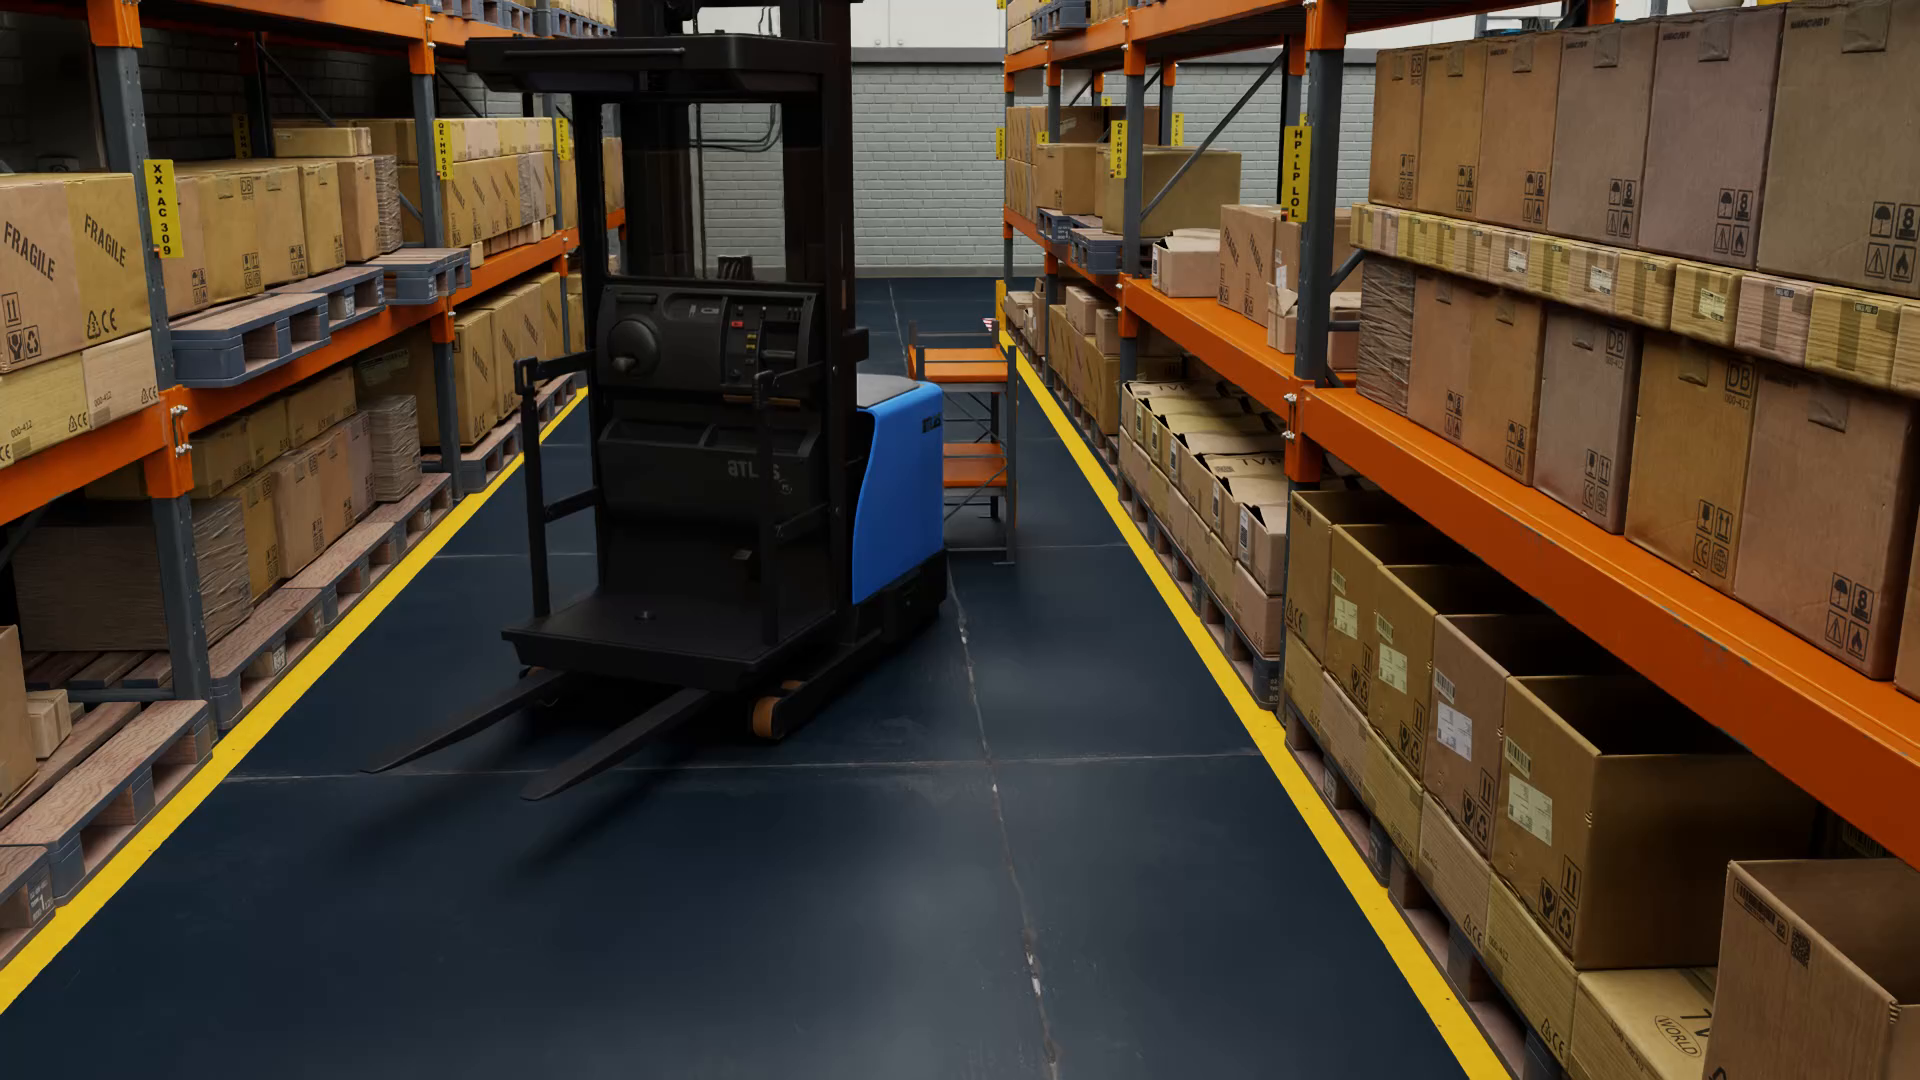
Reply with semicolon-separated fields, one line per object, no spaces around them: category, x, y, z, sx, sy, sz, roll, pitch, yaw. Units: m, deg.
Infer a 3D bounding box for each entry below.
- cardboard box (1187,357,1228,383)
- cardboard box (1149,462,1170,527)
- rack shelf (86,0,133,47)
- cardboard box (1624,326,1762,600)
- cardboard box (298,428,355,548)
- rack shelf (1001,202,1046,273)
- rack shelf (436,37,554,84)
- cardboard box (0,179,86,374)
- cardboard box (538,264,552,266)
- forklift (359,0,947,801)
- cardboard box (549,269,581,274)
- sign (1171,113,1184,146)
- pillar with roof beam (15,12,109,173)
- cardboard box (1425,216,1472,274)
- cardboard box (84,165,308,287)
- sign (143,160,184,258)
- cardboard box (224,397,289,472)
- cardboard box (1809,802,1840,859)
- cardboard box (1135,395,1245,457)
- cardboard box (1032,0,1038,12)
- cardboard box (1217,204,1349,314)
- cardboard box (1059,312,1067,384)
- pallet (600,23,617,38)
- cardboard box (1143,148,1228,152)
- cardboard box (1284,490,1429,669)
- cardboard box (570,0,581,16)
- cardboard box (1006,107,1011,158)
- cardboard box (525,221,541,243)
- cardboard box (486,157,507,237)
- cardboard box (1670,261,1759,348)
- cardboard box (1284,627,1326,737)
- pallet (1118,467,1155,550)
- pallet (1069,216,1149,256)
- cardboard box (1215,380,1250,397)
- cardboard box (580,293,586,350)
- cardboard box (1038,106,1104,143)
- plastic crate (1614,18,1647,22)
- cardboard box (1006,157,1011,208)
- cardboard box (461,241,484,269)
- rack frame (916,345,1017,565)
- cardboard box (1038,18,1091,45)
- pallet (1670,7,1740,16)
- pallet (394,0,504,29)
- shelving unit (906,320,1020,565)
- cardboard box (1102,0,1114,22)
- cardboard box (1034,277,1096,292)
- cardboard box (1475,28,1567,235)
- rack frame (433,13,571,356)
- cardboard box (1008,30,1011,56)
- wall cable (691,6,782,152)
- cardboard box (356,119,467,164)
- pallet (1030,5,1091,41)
cardboard box;1.724;-0.878;10.553;0.500;0.500;0.500;0;14;-1
cardboard box;1.277;-0.241;8.618;0.500;0.250;0.500;-1;14;-5
rack shelf;-3.105;-1.293;3.455;1.077;0.370;4.000;-1;14;-3
cardboard box;1.885;-0.187;3.534;0.700;0.500;0.500;-1;14;-3
cardboard box;-3.405;-0.252;8.119;0.700;0.500;0.500;-1;14;-4
rack shelf;1.096;-2.902;15.728;1.077;0.370;4.000;-1;14;-3
rack shelf;-3.848;-4.277;15.054;1.077;0.370;4.000;-1;14;-3
cardboard box;-2.854;-0.749;4.674;0.500;0.500;0.500;-1;14;-4
cardboard box;-3.956;-2.517;15.662;0.380;0.149;0.250;-1;14;-3
forklift;-1.062;-0.795;6.233;1.130;2.935;3.031;5;15;20
cardboard box;-3.540;-2.388;15.159;0.380;0.149;0.250;-1;14;-5
sign;1.773;-3.323;13.598;0.100;0.325;0.005;-1;14;-3
pillar with roof beam;0.037;-4.316;7.741;9.100;9.000;0.400;-1;14;-3
cardboard box;1.590;-0.864;4.863;0.380;0.149;0.250;-1;14;-4
cardboard box;-3.326;-1.377;7.274;0.700;0.500;0.500;1;14;4
sign;-2.688;-1.115;5.604;0.100;0.325;0.005;-1;14;-3
cardboard box;-3.358;-0.473;7.474;0.500;0.250;0.500;-1;14;-5
cardboard box;2.075;0.611;3.801;0.500;0.500;0.500;-1;14;-3
cardboard box;1.248;-0.636;9.028;0.500;0.311;0.500;-1;14;-5
cardboard box;0.891;-4.616;14.225;0.500;0.250;0.500;-1;14;-3
cardboard box;1.588;-1.389;8.206;0.500;0.500;0.500;-2;15;-6
cardboard box;1.050;-1.499;12.965;0.500;0.500;0.500;-1;14;-3
pallet;-3.916;-4.896;16.192;1.003;0.211;1.213;-1;14;-3
cardboard box;1.450;-2.395;11.272;0.700;0.500;0.500;2;15;7
cardboard box;1.431;0.122;5.703;0.500;0.500;0.500;-1;14;-3
cardboard box;-3.521;-4.610;14.162;0.500;0.250;0.500;-1;14;-5
cardboard box;0.736;-4.166;16.990;0.500;0.500;0.500;0;14;-2
cardboard box;-3.336;-2.291;12.376;0.380;0.149;0.250;-1;14;-3
cardboard box;-3.304;-2.261;10.958;0.500;0.500;0.500;-1;14;-4
cardboard box;1.686;-0.480;3.368;0.380;0.149;0.250;0;14;-2
cardboard box;1.441;0.485;5.797;0.500;0.250;0.500;-1;14;-3
pallet;1.479;-0.202;9.389;1.003;0.211;1.213;-1;14;-3
pallet;1.342;-2.149;11.743;1.003;0.211;1.213;-1;14;-3
cardboard box;1.746;-0.775;9.568;0.500;0.311;0.500;-1;14;-2
cardboard box;-3.696;-1.981;14.879;0.700;0.500;0.500;-1;14;-4
cardboard box;0.930;-3.407;14.042;0.500;0.500;0.500;-1;14;-3
plastic crate;5.789;-4.421;14.507;0.416;0.233;0.300;-1;14;-3
cardboard box;0.736;-3.682;17.115;0.500;0.500;0.500;-1;14;-2
cardboard box;-3.205;-1.784;10.405;0.380;0.149;0.250;0;14;-2
rack frame;0.031;-0.420;8.401;0.500;1.125;0.032;-1;14;-3
cardboard box;0.924;-4.250;13.805;0.500;0.250;0.500;-1;14;-3
pallet;6.310;-3.996;12.897;1.213;0.211;1.003;-1;14;-3
pallet;-3.642;-3.479;10.888;1.003;0.211;1.213;0;14;-1
shelving unit;0.000;-0.546;8.893;0.538;1.125;1.048;-1;14;-3
cardboard box;1.375;-3.494;10.366;0.910;0.500;0.500;-1;14;-3
cardboard box;1.098;-2.224;15.777;0.797;0.503;0.637;-1;14;-3
cardboard box;1.812;-1.079;4.398;0.700;0.500;0.500;-1;14;-3
rack frame;-3.724;-2.675;13.405;1.000;3.000;0.127;-1;14;-3
cardboard box;0.750;-4.996;16.705;0.500;0.250;0.500;-1;14;-3
wall cable;-3.966;-6.484;22.399;3.097;2.526;0.112;-1;14;-3
cardboard box;-3.249;-2.370;9.875;0.500;0.250;0.500;-1;14;-2
pallet;1.190;-3.951;12.721;1.213;0.211;1.003;-1;14;-3
